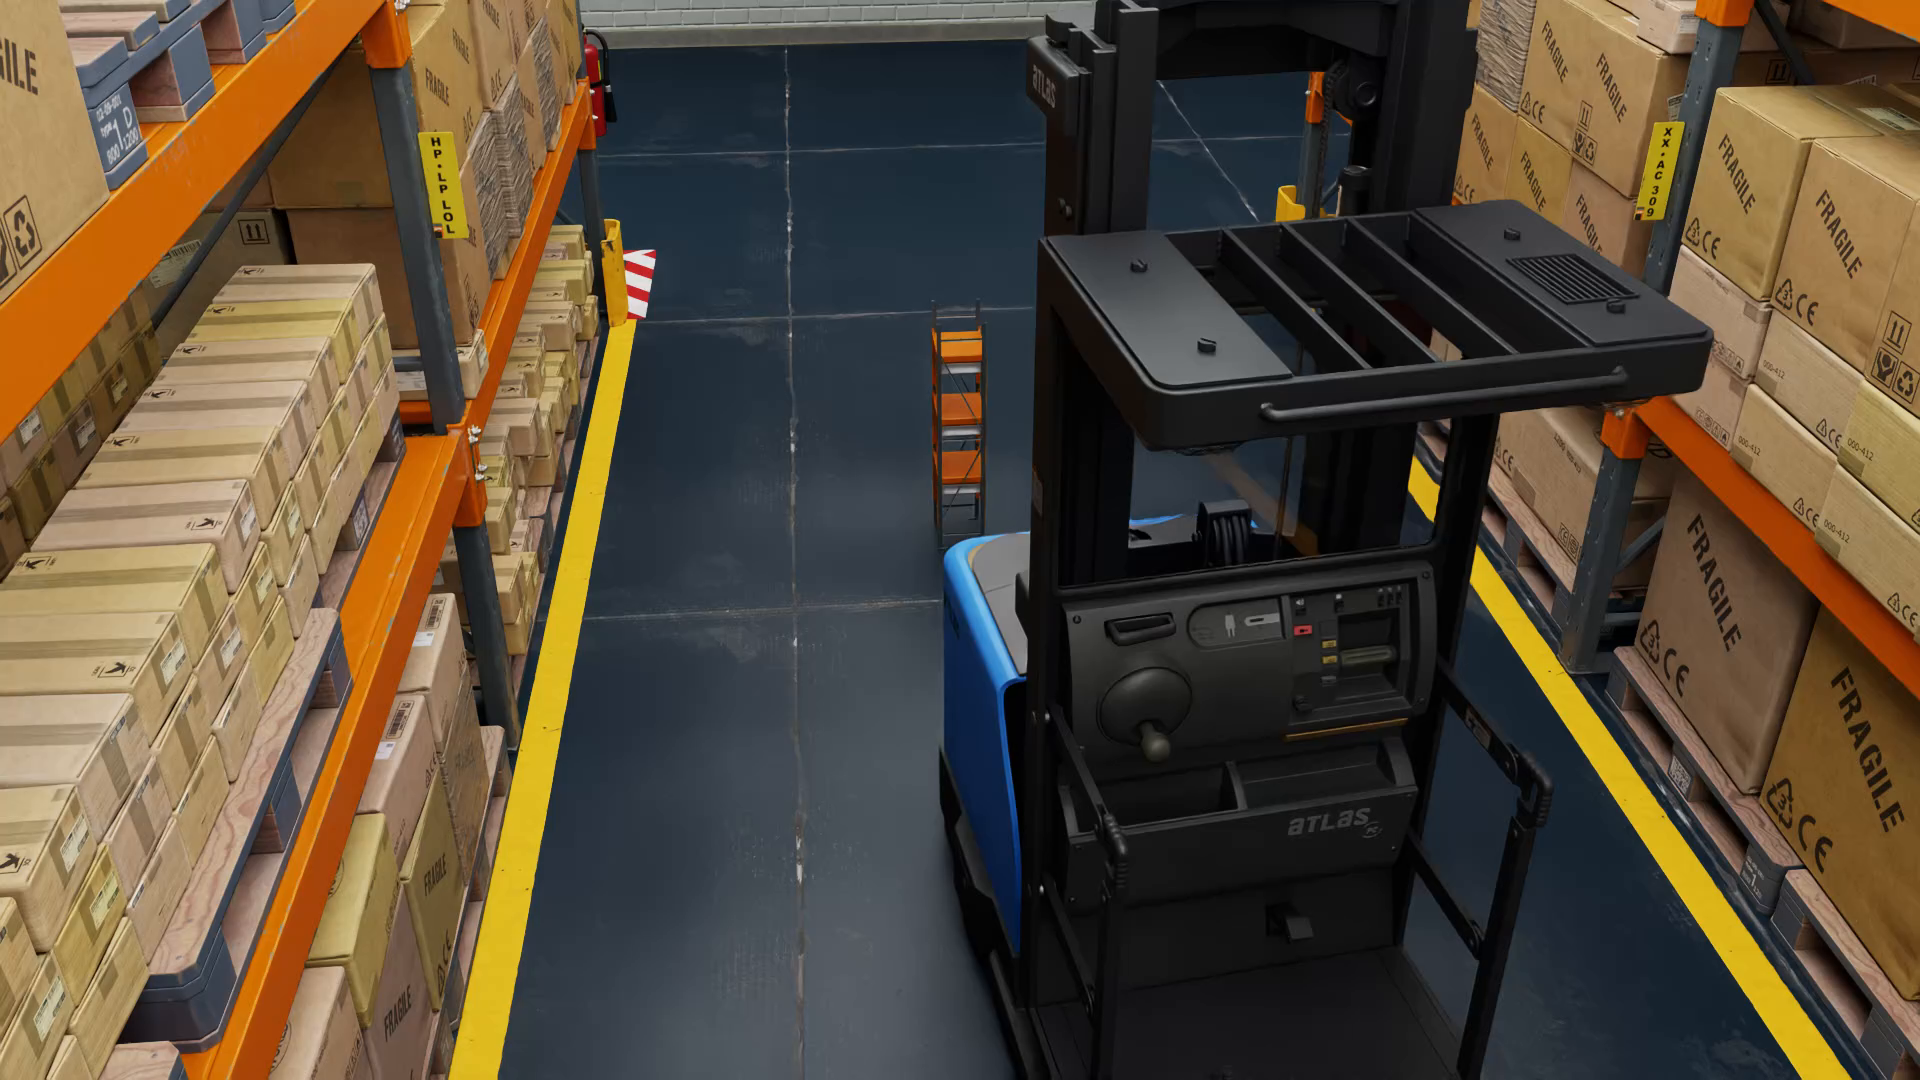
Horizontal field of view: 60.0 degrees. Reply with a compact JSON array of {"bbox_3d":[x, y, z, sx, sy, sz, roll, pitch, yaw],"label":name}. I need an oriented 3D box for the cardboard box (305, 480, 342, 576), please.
[{"bbox_3d":[-1.789,-0.022,4.197,0.380,0.149,0.250,-4,31,-7],"label":"cardboard box"}]

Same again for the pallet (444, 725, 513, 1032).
[{"bbox_3d":[-2.019,1.064,5.263,1.003,0.211,1.213,-3,31,-5],"label":"pallet"}]

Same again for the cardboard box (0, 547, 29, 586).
[{"bbox_3d":[-2.416,0.147,3.914,0.380,0.149,0.250,-4,31,-7],"label":"cardboard box"}]

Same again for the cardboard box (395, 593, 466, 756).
[{"bbox_3d":[-1.772,0.408,4.938,0.500,0.250,0.500,-4,31,-6],"label":"cardboard box"}]

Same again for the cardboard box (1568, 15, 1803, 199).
[{"bbox_3d":[2.507,-1.519,5.796,0.500,0.500,0.500,-3,31,-5],"label":"cardboard box"}]

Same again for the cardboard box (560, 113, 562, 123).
[{"bbox_3d":[-2.130,-2.056,8.012,0.380,0.149,0.250,-3,31,-5],"label":"cardboard box"}]

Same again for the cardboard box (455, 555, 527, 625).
[{"bbox_3d":[-1.808,0.185,6.096,0.380,0.149,0.250,-1,31,-2],"label":"cardboard box"}]

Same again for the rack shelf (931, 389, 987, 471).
[{"bbox_3d":[-0.005,-0.469,7.032,0.215,0.259,0.240,-3,31,-5],"label":"rack shelf"}]

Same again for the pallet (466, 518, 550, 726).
[{"bbox_3d":[-2.191,0.325,6.499,1.003,0.211,1.213,-3,31,-5],"label":"pallet"}]

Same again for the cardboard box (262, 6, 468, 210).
[{"bbox_3d":[-1.892,-1.373,5.260,0.500,0.500,0.500,-2,31,-3],"label":"cardboard box"}]

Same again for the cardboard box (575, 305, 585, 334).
[{"bbox_3d":[-2.083,-1.136,8.307,0.380,0.149,0.250,-4,31,-7],"label":"cardboard box"}]

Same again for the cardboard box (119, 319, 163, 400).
[{"bbox_3d":[-2.514,-0.508,4.720,0.380,0.149,0.250,-2,31,-4],"label":"cardboard box"}]

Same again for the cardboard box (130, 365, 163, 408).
[{"bbox_3d":[-2.514,-0.380,4.796,0.380,0.149,0.250,-4,31,-7],"label":"cardboard box"}]

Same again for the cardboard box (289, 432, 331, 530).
[{"bbox_3d":[-1.783,-0.136,4.099,0.380,0.149,0.250,-4,31,-6],"label":"cardboard box"}]

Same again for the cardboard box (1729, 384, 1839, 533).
[{"bbox_3d":[2.654,-0.254,4.896,0.500,0.250,0.500,-3,31,-6],"label":"cardboard box"}]

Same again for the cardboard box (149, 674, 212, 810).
[{"bbox_3d":[-1.686,0.398,3.205,0.380,0.149,0.250,-3,31,-5],"label":"cardboard box"}]

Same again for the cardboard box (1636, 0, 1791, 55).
[{"bbox_3d":[2.480,-1.712,5.486,0.380,0.149,0.250,-3,31,-6],"label":"cardboard box"}]

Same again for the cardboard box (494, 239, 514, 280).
[{"bbox_3d":[-1.947,-1.116,6.438,0.380,0.149,0.250,-2,31,-4],"label":"cardboard box"}]

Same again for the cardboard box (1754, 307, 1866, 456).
[{"bbox_3d":[2.663,-0.467,4.765,0.500,0.250,0.500,-2,31,-4],"label":"cardboard box"}]

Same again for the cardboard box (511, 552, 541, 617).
[{"bbox_3d":[-1.832,0.176,6.401,0.380,0.149,0.250,-2,31,-3],"label":"cardboard box"}]

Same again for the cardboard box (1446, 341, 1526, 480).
[{"bbox_3d":[2.790,-0.682,7.556,0.875,0.438,0.875,-4,31,-6],"label":"cardboard box"}]

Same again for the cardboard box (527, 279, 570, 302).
[{"bbox_3d":[-2.087,-1.134,8.014,0.380,0.149,0.250,-4,31,-7],"label":"cardboard box"}]

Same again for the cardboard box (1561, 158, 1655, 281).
[{"bbox_3d":[2.528,-1.087,6.047,0.500,0.500,0.500,-2,31,-4],"label":"cardboard box"}]

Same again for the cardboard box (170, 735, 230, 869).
[{"bbox_3d":[-1.686,0.524,3.283,0.380,0.149,0.250,-2,31,-4],"label":"cardboard box"}]

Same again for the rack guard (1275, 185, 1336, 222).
[{"bbox_3d":[2.450,-1.801,9.777,1.175,0.500,0.348,-3,31,-5],"label":"rack guard"}]

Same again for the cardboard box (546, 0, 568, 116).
[{"bbox_3d":[-2.125,-2.263,7.726,0.500,0.500,0.500,-3,31,-5],"label":"cardboard box"}]

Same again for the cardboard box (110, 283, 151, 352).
[{"bbox_3d":[-2.514,-0.635,4.644,0.380,0.149,0.250,-1,31,-2],"label":"cardboard box"}]

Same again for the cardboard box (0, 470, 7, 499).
[{"bbox_3d":[-2.415,-0.104,3.754,0.380,0.149,0.250,-3,31,-5],"label":"cardboard box"}]

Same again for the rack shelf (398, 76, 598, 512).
[{"bbox_3d":[-2.280,-1.243,7.107,1.077,0.370,4.000,-3,31,-5],"label":"rack shelf"}]

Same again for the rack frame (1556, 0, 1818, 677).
[{"bbox_3d":[2.826,-0.819,5.697,1.000,3.000,0.127,-3,31,-5],"label":"rack frame"}]

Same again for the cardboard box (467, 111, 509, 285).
[{"bbox_3d":[-1.942,-1.218,5.977,0.500,0.500,0.500,-3,31,-5],"label":"cardboard box"}]

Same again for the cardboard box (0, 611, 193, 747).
[{"bbox_3d":[-1.694,0.268,3.132,0.380,0.149,0.250,-2,31,-3],"label":"cardboard box"}]

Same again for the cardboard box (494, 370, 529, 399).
[{"bbox_3d":[-2.055,-0.599,7.119,0.380,0.149,0.250,-4,31,-7],"label":"cardboard box"}]

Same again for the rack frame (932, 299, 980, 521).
[{"bbox_3d":[-0.016,-0.540,7.131,0.200,1.050,0.008,-3,31,-5],"label":"rack frame"}]

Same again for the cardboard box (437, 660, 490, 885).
[{"bbox_3d":[-1.773,0.728,5.134,0.500,0.500,0.500,-3,31,-6],"label":"cardboard box"}]

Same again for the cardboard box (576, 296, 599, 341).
[{"bbox_3d":[-2.085,-1.144,8.611,0.380,0.149,0.250,-2,31,-3],"label":"cardboard box"}]

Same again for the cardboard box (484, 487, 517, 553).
[{"bbox_3d":[-1.885,-0.072,6.235,0.380,0.149,0.250,-1,31,-2],"label":"cardboard box"}]

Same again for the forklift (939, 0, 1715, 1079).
[{"bbox_3d":[0.756,0.344,3.816,1.130,2.935,3.031,-7,31,-11],"label":"forklift"}]

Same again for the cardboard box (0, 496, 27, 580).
[{"bbox_3d":[-2.411,0.027,3.826,0.380,0.149,0.250,-2,31,-3],"label":"cardboard box"}]

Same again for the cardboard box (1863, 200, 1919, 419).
[{"bbox_3d":[2.700,-0.539,4.154,0.500,0.500,0.500,-3,31,-6],"label":"cardboard box"}]

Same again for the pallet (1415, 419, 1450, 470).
[{"bbox_3d":[2.716,-0.638,8.113,1.003,0.211,1.213,-3,31,-5],"label":"pallet"}]

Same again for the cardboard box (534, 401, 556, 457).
[{"bbox_3d":[-1.965,-0.474,7.199,0.380,0.149,0.250,-3,31,-5],"label":"cardboard box"}]

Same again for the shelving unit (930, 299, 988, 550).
[{"bbox_3d":[-0.005,-0.478,7.027,0.215,1.050,0.252,-3,31,-5],"label":"shelving unit"}]

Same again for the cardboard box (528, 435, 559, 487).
[{"bbox_3d":[-1.969,-0.349,7.279,0.380,0.149,0.250,-4,31,-6],"label":"cardboard box"}]

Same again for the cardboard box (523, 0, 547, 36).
[{"bbox_3d":[-2.071,-2.427,7.026,0.500,0.500,0.500,-1,31,-2],"label":"cardboard box"}]

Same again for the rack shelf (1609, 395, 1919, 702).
[{"bbox_3d":[3.013,0.511,4.172,1.077,0.370,4.000,-3,31,-5],"label":"rack shelf"}]

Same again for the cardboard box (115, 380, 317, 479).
[{"bbox_3d":[-1.788,-0.260,4.015,0.380,0.149,0.250,-3,31,-5],"label":"cardboard box"}]
